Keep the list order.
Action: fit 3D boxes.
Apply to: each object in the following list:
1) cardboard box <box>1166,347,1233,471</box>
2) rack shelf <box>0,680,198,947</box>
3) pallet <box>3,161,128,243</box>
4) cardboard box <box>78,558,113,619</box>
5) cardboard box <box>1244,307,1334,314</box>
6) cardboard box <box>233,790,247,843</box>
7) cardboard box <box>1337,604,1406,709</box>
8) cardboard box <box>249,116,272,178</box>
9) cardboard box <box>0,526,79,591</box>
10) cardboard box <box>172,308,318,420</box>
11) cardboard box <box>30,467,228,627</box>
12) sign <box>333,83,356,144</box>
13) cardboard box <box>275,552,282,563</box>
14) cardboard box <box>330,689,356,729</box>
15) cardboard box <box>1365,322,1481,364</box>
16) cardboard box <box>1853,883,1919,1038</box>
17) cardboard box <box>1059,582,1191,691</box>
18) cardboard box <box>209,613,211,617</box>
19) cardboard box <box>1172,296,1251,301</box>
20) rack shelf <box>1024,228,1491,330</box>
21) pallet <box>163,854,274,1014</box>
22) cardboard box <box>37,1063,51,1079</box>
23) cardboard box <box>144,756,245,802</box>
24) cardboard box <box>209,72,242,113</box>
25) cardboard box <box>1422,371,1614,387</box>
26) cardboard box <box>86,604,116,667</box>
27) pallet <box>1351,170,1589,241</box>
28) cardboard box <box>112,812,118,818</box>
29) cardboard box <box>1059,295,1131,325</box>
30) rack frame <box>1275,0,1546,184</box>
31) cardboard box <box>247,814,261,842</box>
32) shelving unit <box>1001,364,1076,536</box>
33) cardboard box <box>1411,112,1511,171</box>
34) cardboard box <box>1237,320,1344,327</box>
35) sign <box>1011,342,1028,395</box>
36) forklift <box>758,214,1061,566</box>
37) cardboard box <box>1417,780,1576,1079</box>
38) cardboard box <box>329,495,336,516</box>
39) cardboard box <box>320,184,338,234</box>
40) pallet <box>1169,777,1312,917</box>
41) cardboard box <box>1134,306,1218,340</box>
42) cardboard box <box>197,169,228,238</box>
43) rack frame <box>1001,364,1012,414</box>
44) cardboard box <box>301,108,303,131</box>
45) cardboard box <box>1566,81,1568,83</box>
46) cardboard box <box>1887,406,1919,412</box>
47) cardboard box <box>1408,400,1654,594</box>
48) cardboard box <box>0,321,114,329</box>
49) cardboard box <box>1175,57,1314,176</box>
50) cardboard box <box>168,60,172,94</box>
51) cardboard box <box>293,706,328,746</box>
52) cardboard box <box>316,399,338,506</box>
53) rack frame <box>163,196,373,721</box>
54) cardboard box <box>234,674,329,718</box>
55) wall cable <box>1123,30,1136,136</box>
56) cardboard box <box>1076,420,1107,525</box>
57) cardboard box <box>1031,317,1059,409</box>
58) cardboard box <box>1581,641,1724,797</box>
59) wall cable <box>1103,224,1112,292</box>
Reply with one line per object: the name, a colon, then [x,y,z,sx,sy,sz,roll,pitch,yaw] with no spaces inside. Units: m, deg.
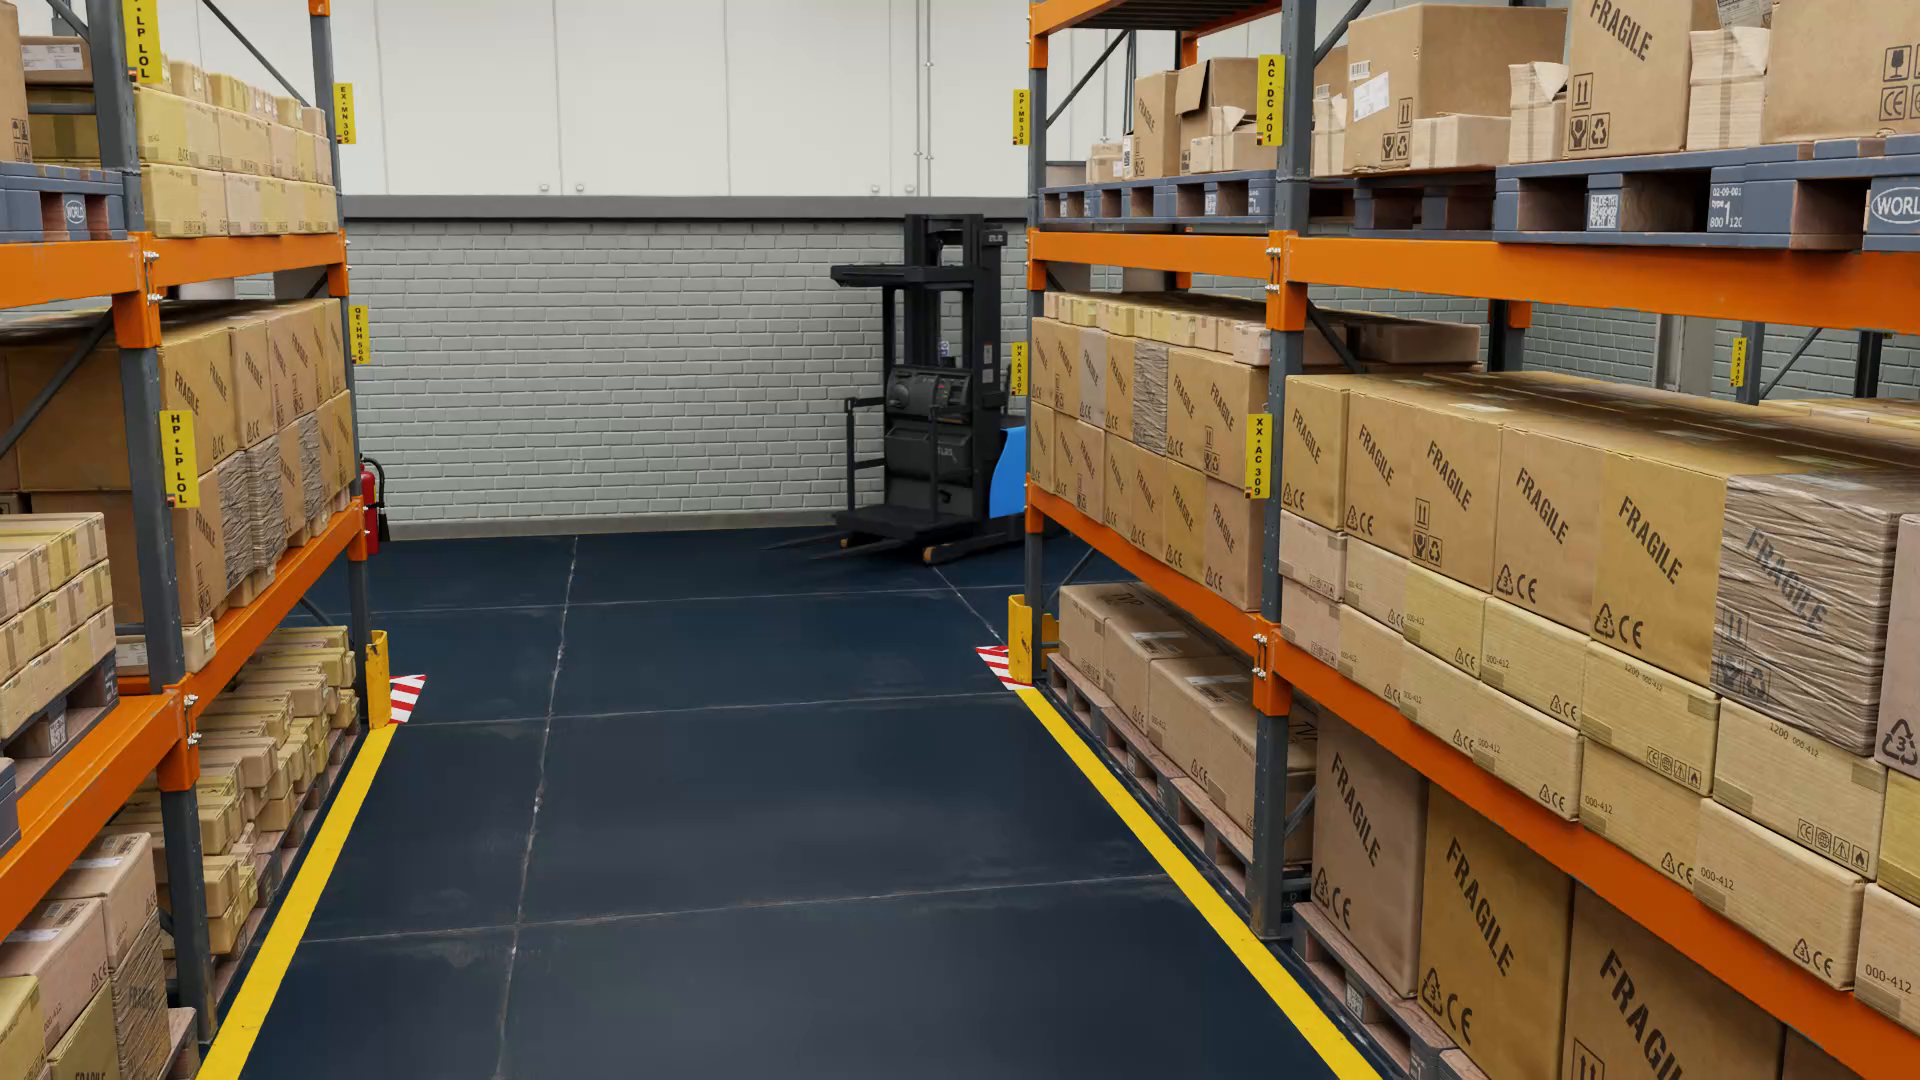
cardboard box: [1.237,-0.588,7.376,0.500,0.500,0.500,-2,11,-12]
rack shelf: [-2.756,1.041,3.683,1.077,0.370,4.000,-2,11,-11]
pallet: [-3.129,-0.944,4.665,1.213,0.211,1.003,-2,11,-11]
cardboard box: [-2.874,0.157,5.154,0.380,0.149,0.250,-2,11,-9]
cardboard box: [1.586,-1.037,7.997,0.380,0.149,0.250,-2,11,-11]
cardboard box: [-3.171,1.154,6.868,0.380,0.149,0.250,-3,11,-14]
cardboard box: [1.620,0.381,5.627,0.500,0.250,0.500,-2,11,-12]
cardboard box: [-3.299,-1.702,7.214,0.500,0.250,0.500,-3,11,-13]
cardboard box: [-2.822,0.061,4.863,0.380,0.149,0.250,-2,11,-13]
cardboard box: [-3.381,-0.837,7.886,0.500,0.500,0.500,-2,11,-8]
cardboard box: [-2.994,0.025,6.031,0.500,0.500,0.500,-2,11,-12]
sign: [-3.375,-2.338,9.121,0.100,0.325,0.005,-2,11,-11]
cardboard box: [-3.351,0.048,7.650,0.380,0.149,0.250,-2,11,-10]
cardboard box: [-3.467,0.914,8.929,0.380,0.149,0.250,-2,11,-9]
cardboard box: [1.884,-0.804,6.776,0.380,0.149,0.250,-2,11,-12]
cardboard box: [2.116,0.846,3.183,0.500,0.250,0.500,-3,11,-13]
cardboard box: [1.139,0.558,10.024,0.875,0.438,0.875,-3,11,-13]
cardboard box: [-3.106,0.289,6.383,0.380,0.149,0.250,-3,11,-14]
cardboard box: [1.393,-1.274,9.246,0.380,0.149,0.250,-2,11,-10]
rack shelf: [1.302,-1.365,8.300,1.077,0.370,4.000,-2,11,-11]
pallet: [-3.310,1.569,6.444,1.003,0.211,1.213,-2,11,-11]
cardboard box: [-2.559,1.657,4.083,0.500,0.500,0.500,-2,11,-12]
cardboard box: [-3.175,1.008,6.844,0.380,0.149,0.250,-2,11,-12]
cardboard box: [-3.173,-1.826,6.795,0.380,0.149,0.250,-2,11,-8]
cardboard box: [2.024,-0.345,6.101,0.500,0.500,0.500,-2,11,-9]
cardboard box: [-2.874,0.303,5.182,0.380,0.149,0.250,-2,11,-12]
pallet: [1.918,-1.091,5.449,0.805,0.209,1.217,-3,11,-13]
cardboard box: [-3.588,1.026,6.750,0.380,0.149,0.250,-2,11,-9]
cardboard box: [0.769,-1.298,9.371,0.380,0.149,0.250,-2,11,-9]
rack frame: [1.691,-2.825,6.025,1.000,3.000,0.127,-2,11,-11]
cardboard box: [-3.237,1.251,7.156,0.380,0.149,0.250,-3,11,-13]
shelving unit: [0.767,-0.858,15.746,1.048,1.500,0.538,10,10,25]
cardboard box: [1.594,-1.198,5.002,0.380,0.166,0.250,-3,11,-15]
cardboard box: [1.374,-0.834,6.933,0.380,0.149,0.250,-2,11,-10]
sign: [0.367,-1.057,10.252,0.100,0.325,0.005,-2,11,-11]
forklift: [-0.416,-1.324,14.368,1.130,2.935,3.031,9,14,40]
cardboard box: [2.073,1.236,5.294,0.875,0.875,0.875,-2,11,-9]
cardboard box: [-3.571,-0.193,8.914,0.380,0.149,0.250,-2,11,-11]
cardboard box: [-3.575,-1.739,8.743,0.500,0.250,0.500,-2,11,-12]
pallet: [1.620,1.350,7.594,1.003,0.211,1.213,-2,11,-11]
cardboard box: [1.070,-1.063,8.136,0.380,0.149,0.250,-2,11,-11]
cardboard box: [-3.083,-1.265,6.254,0.500,0.250,0.500,-2,11,-12]
rack frame: [0.313,-0.937,15.961,0.032,1.500,0.500,10,10,25]
cardboard box: [-3.597,-2.156,8.530,0.380,0.149,0.250,-2,11,-10]
cardboard box: [2.068,-1.360,5.465,0.500,0.311,0.500,-2,11,-11]
cardboard box: [6.230,-0.696,10.489,0.500,0.250,0.500,-2,11,-11]
cardboard box: [1.716,-0.143,5.035,0.500,0.500,0.500,-2,11,-12]
cardboard box: [-3.693,-0.631,6.806,0.500,0.500,0.500,-2,11,-10]
cardboard box: [1.397,-1.904,7.541,0.797,0.503,0.637,-1,11,-7]
cardboard box: [-3.089,-1.678,6.018,0.380,0.149,0.250,-2,11,-12]
cardboard box: [-3.324,0.911,8.146,0.380,0.149,0.250,-2,11,-10]
cardboard box: [-3.488,-0.440,8.479,0.500,0.500,0.500,-2,11,-12]
rack frame: [-3.923,-0.413,9.397,1.000,3.000,0.127,-2,11,-11]
cardboard box: [-3.309,0.765,8.119,0.380,0.149,0.250,-2,11,-9]
wall cable: [3.008,-4.731,15.940,2.988,3.039,0.133,-2,11,-11]
cardboard box: [0.932,-0.376,8.938,0.500,0.500,0.500,-2,11,-11]
cardboard box: [0.727,-1.053,9.821,0.500,0.500,0.500,-2,11,-12]
cardboard box: [1.902,0.417,4.100,0.500,0.250,0.500,-2,11,-12]
wall cable: [1.182,-2.198,16.057,0.588,1.984,0.122,-2,11,-11]
